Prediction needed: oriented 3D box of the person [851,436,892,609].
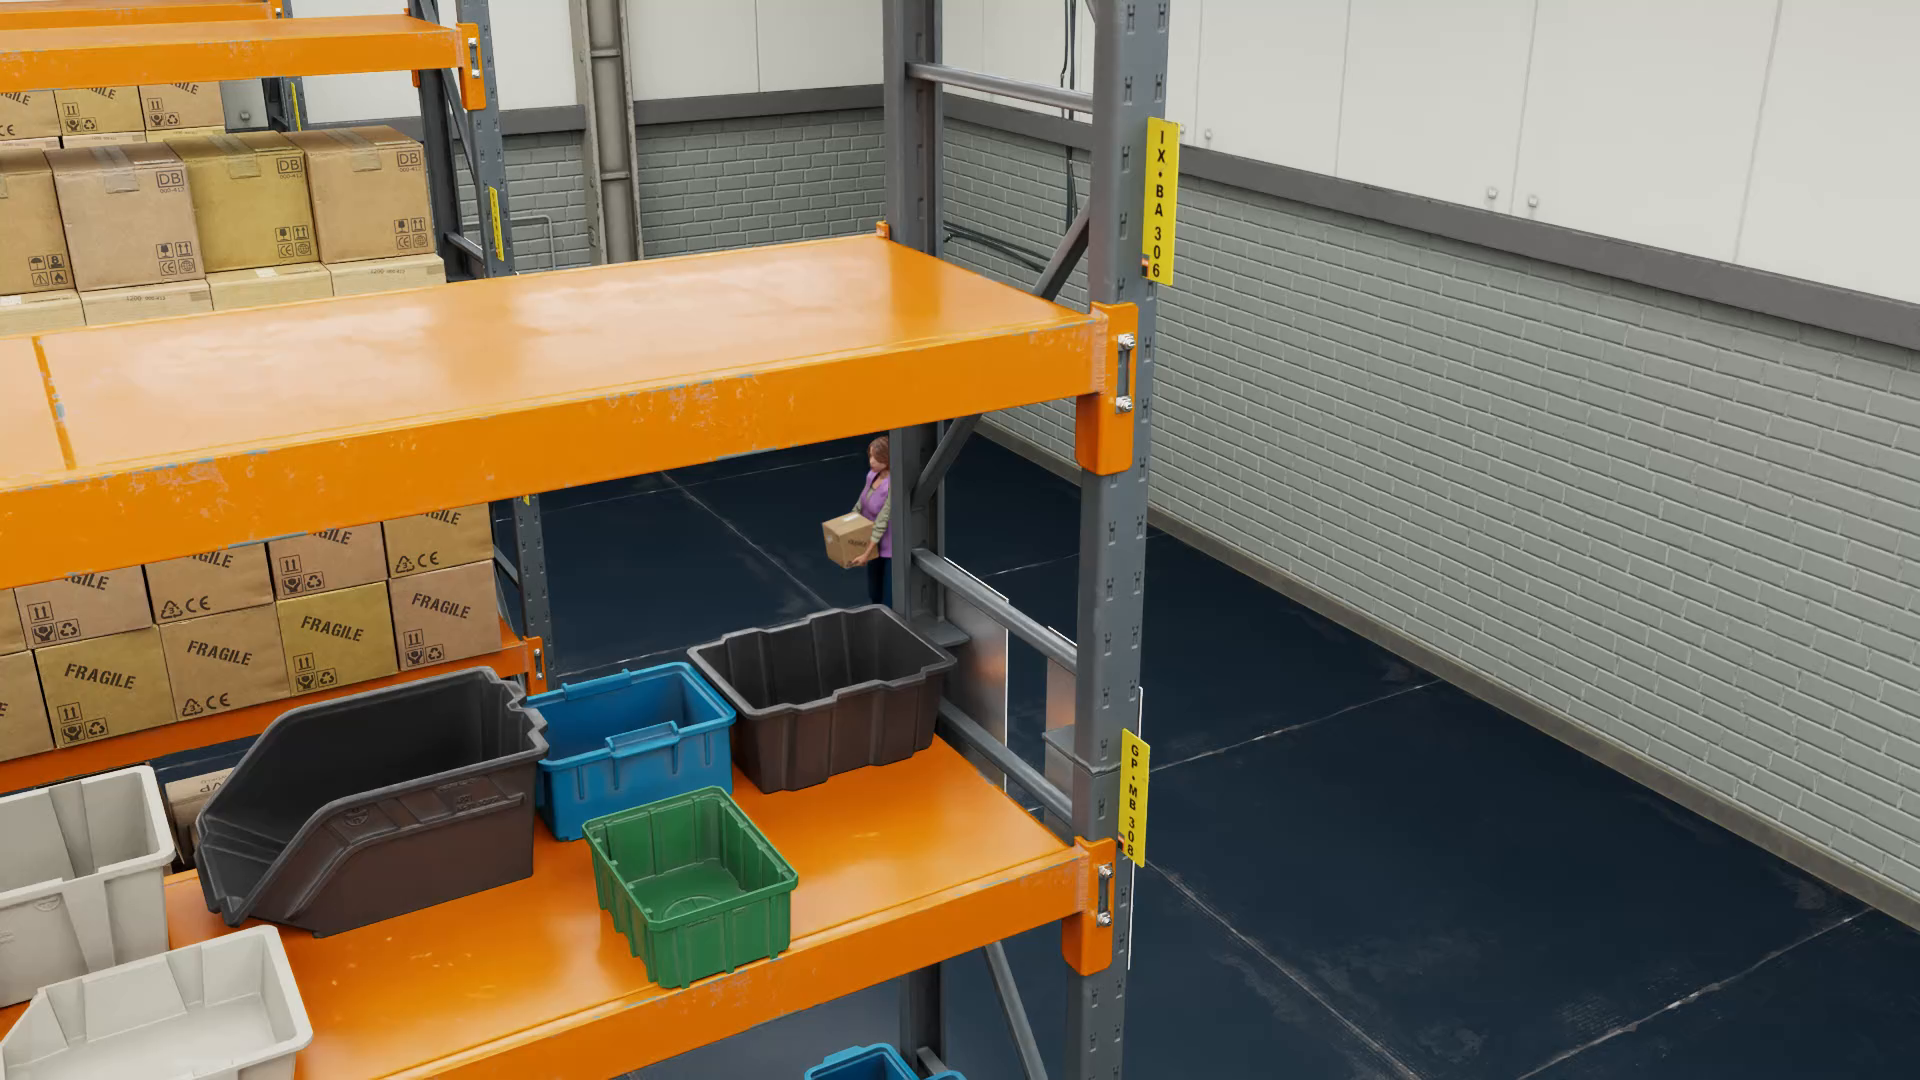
[{"bbox_3d":[-0.547,0.093,10.879,0.504,1.599,0.375,-13,25,-29],"label":"person"}]
